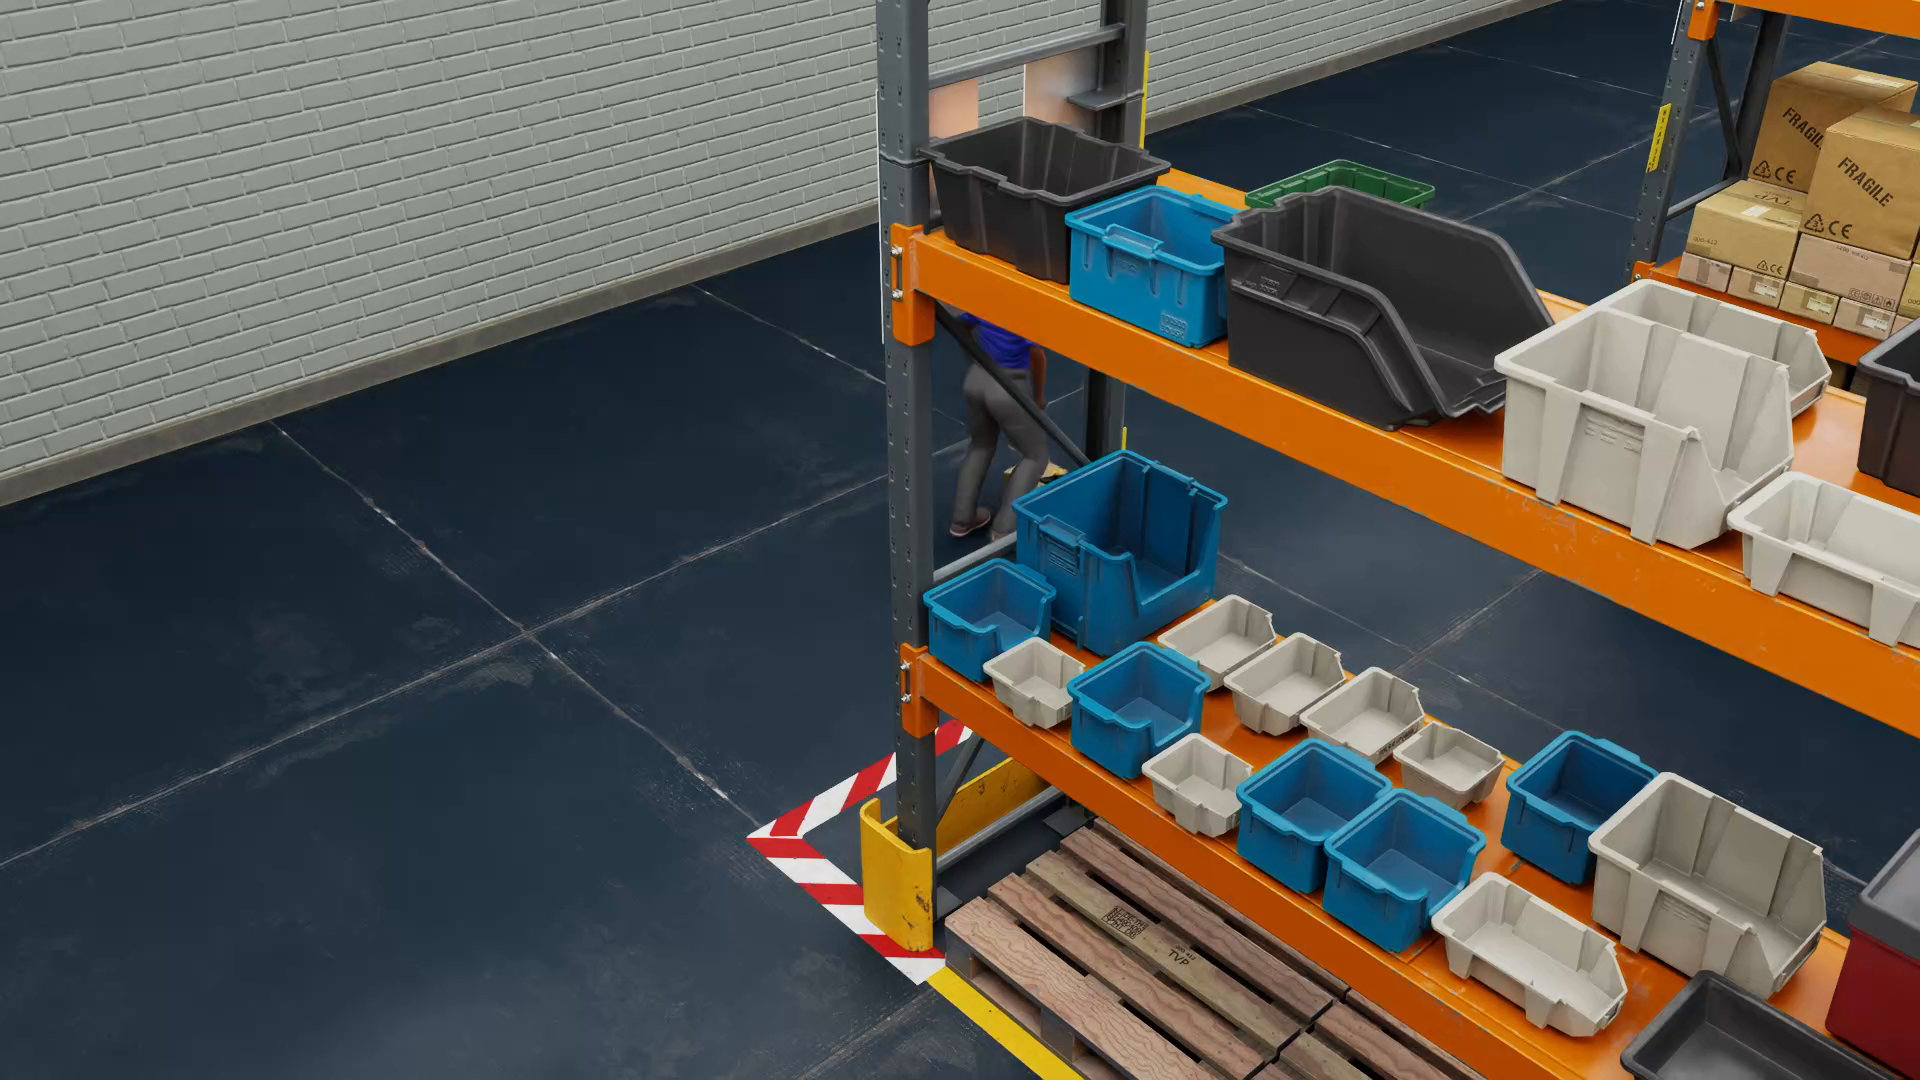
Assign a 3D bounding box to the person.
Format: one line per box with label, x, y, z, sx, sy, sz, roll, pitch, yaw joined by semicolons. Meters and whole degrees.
person;0.207;-0.749;8.386;0.592;1.604;0.509;27;41;36
